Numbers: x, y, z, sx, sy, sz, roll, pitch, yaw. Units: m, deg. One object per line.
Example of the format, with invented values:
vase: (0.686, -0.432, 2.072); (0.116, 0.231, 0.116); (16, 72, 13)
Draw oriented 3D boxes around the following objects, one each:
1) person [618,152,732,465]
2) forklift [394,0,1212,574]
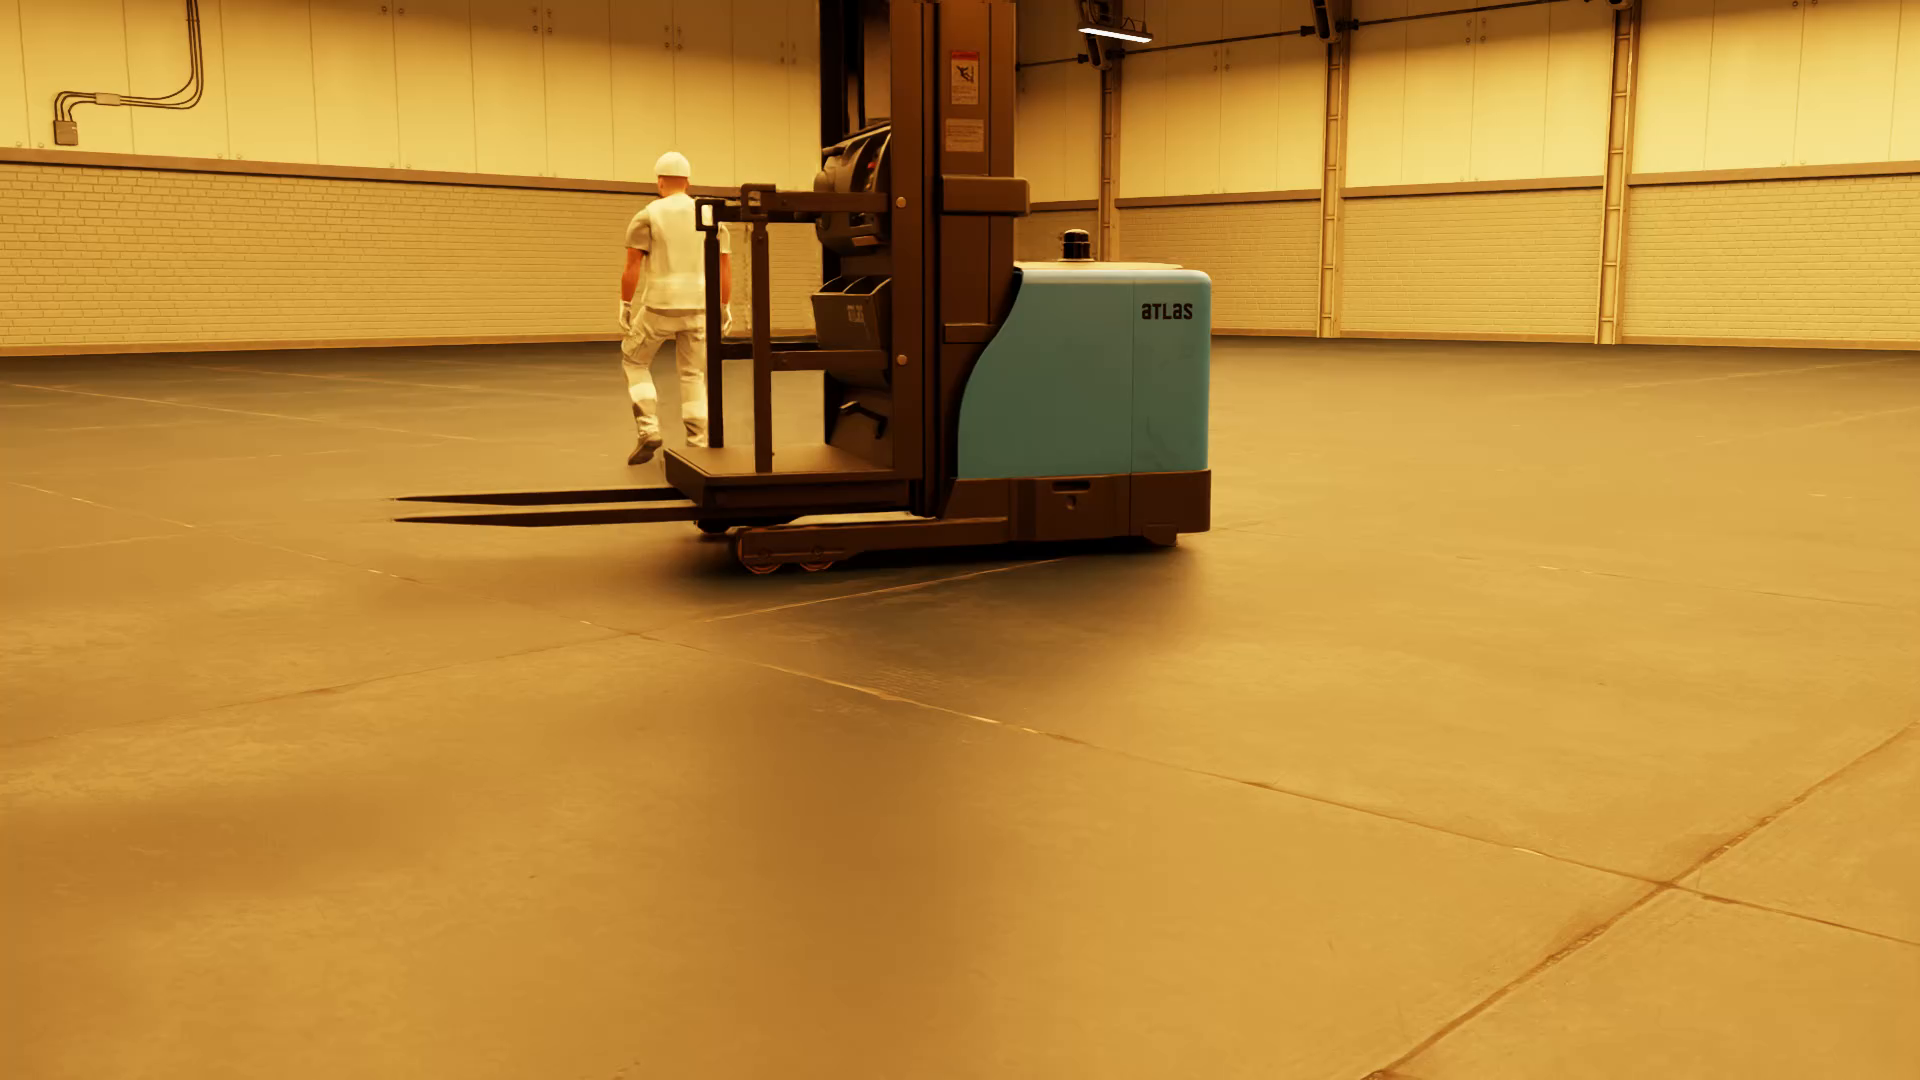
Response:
person: (-1.649, -1.306, 9.508); (0.673, 1.780, 0.474); (-5, 10, -28)
forklift: (-0.596, -1.415, 6.273); (3.031, 2.935, 1.130); (-3, 9, -18)
